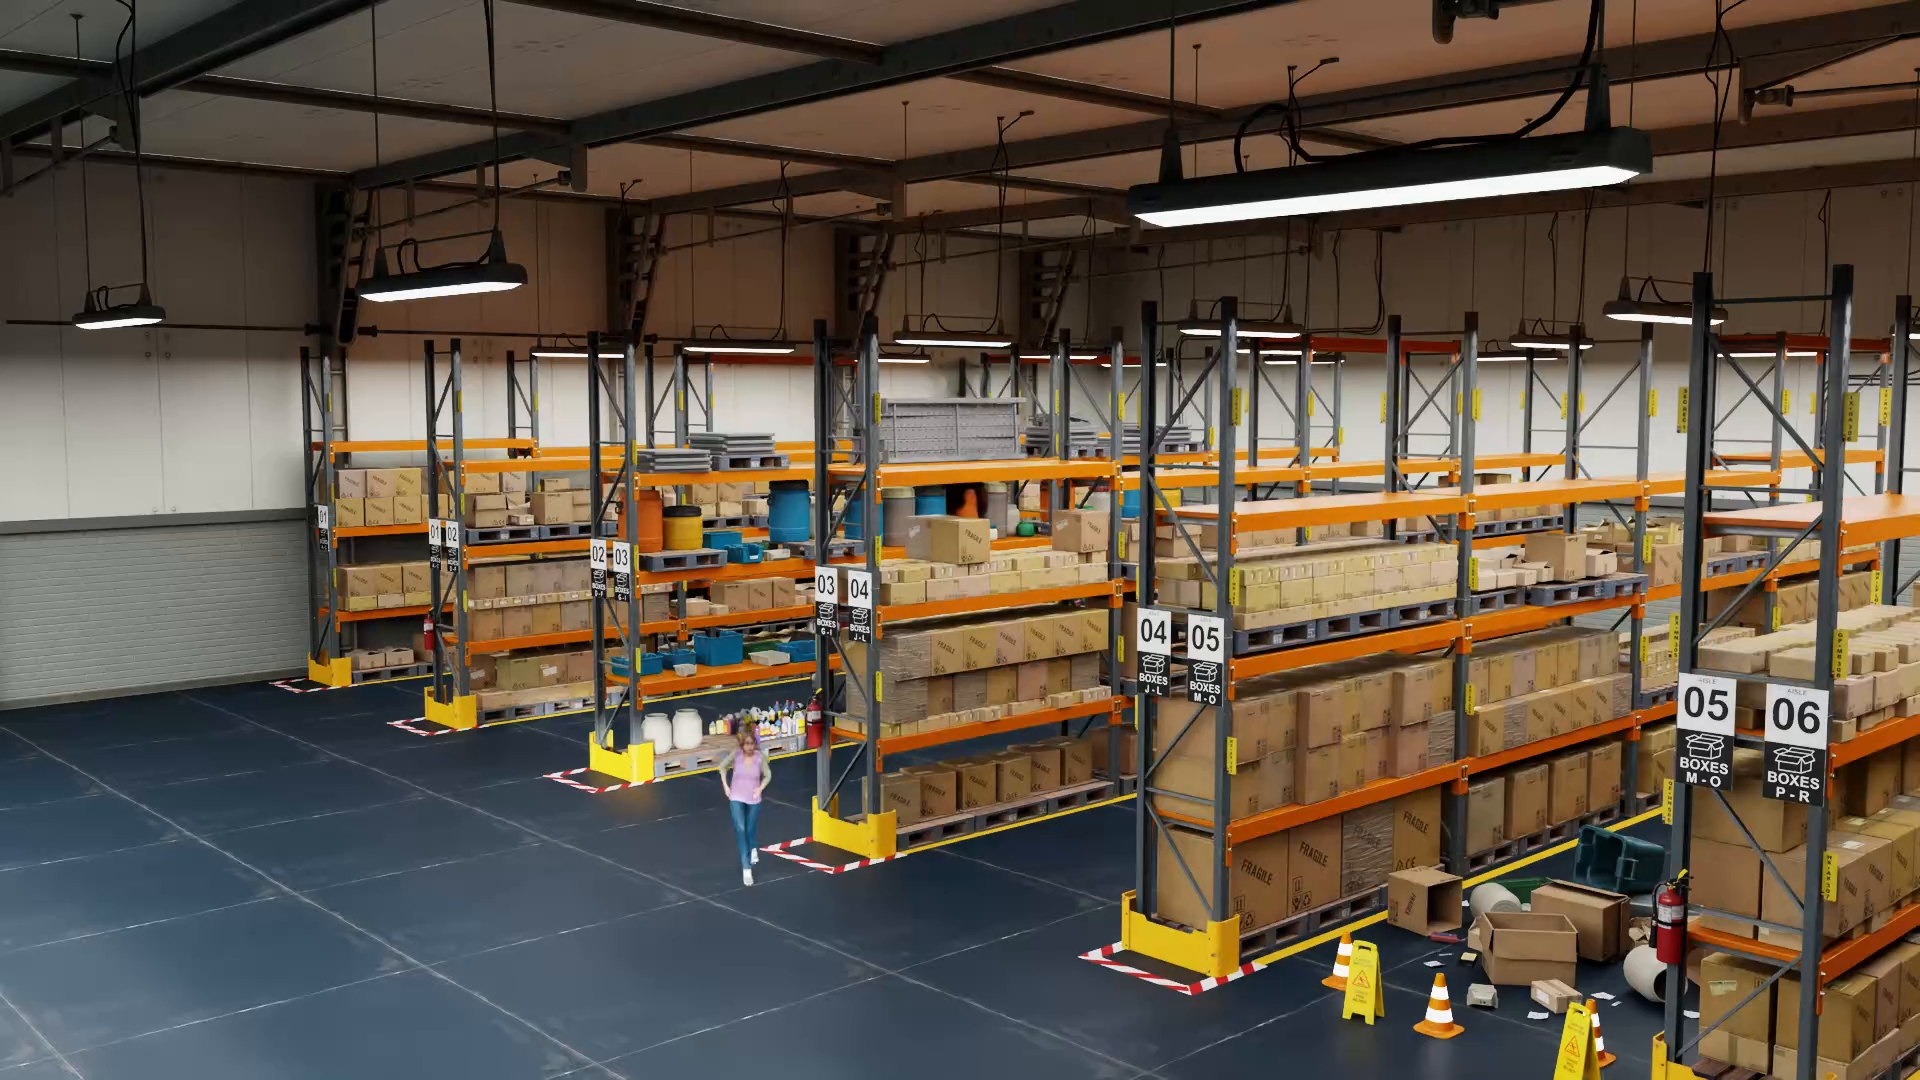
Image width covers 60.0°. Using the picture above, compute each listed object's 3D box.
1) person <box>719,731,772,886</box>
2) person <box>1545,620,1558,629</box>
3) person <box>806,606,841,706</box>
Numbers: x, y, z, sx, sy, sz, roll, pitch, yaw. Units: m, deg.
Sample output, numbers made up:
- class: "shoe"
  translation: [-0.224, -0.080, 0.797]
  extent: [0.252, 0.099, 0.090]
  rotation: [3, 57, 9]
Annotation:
- class: "person"
  translation: [-2.298, 2.806, 17.851]
  extent: [0.556, 1.589, 0.890]
  rotation: [-1, 5, -11]
- class: "person"
  translation: [9.401, 2.053, 26.549]
  extent: [0.516, 1.554, 0.529]
  rotation: [4, 7, 41]
- class: "person"
  translation: [-2.262, 1.920, 26.997]
  extent: [0.581, 1.840, 0.782]
  rotation: [4, 7, 42]
